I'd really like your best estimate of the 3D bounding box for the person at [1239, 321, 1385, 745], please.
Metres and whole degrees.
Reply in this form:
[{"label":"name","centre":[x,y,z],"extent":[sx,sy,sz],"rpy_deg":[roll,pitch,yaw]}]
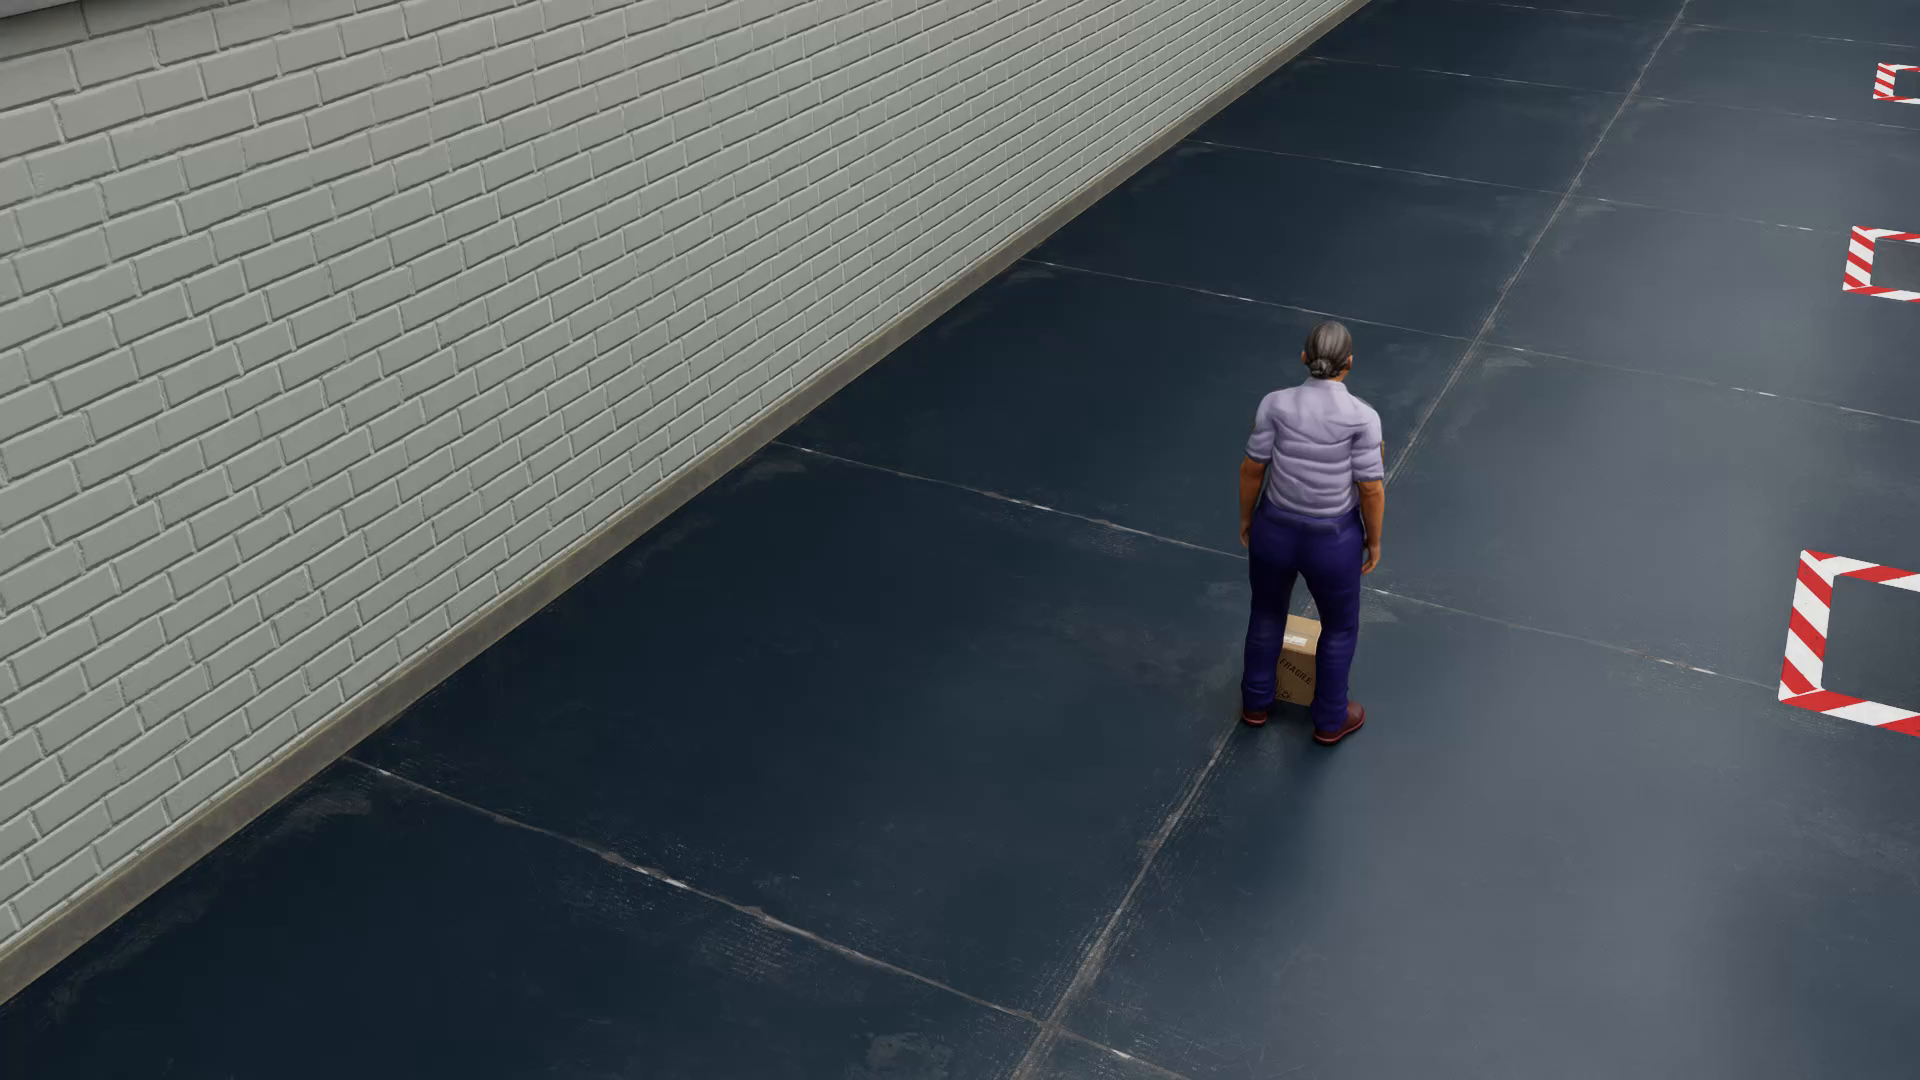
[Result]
[{"label":"person","centre":[1.294,-0.006,6.147],"extent":[0.555,1.652,0.365],"rpy_deg":[14,33,22]}]
